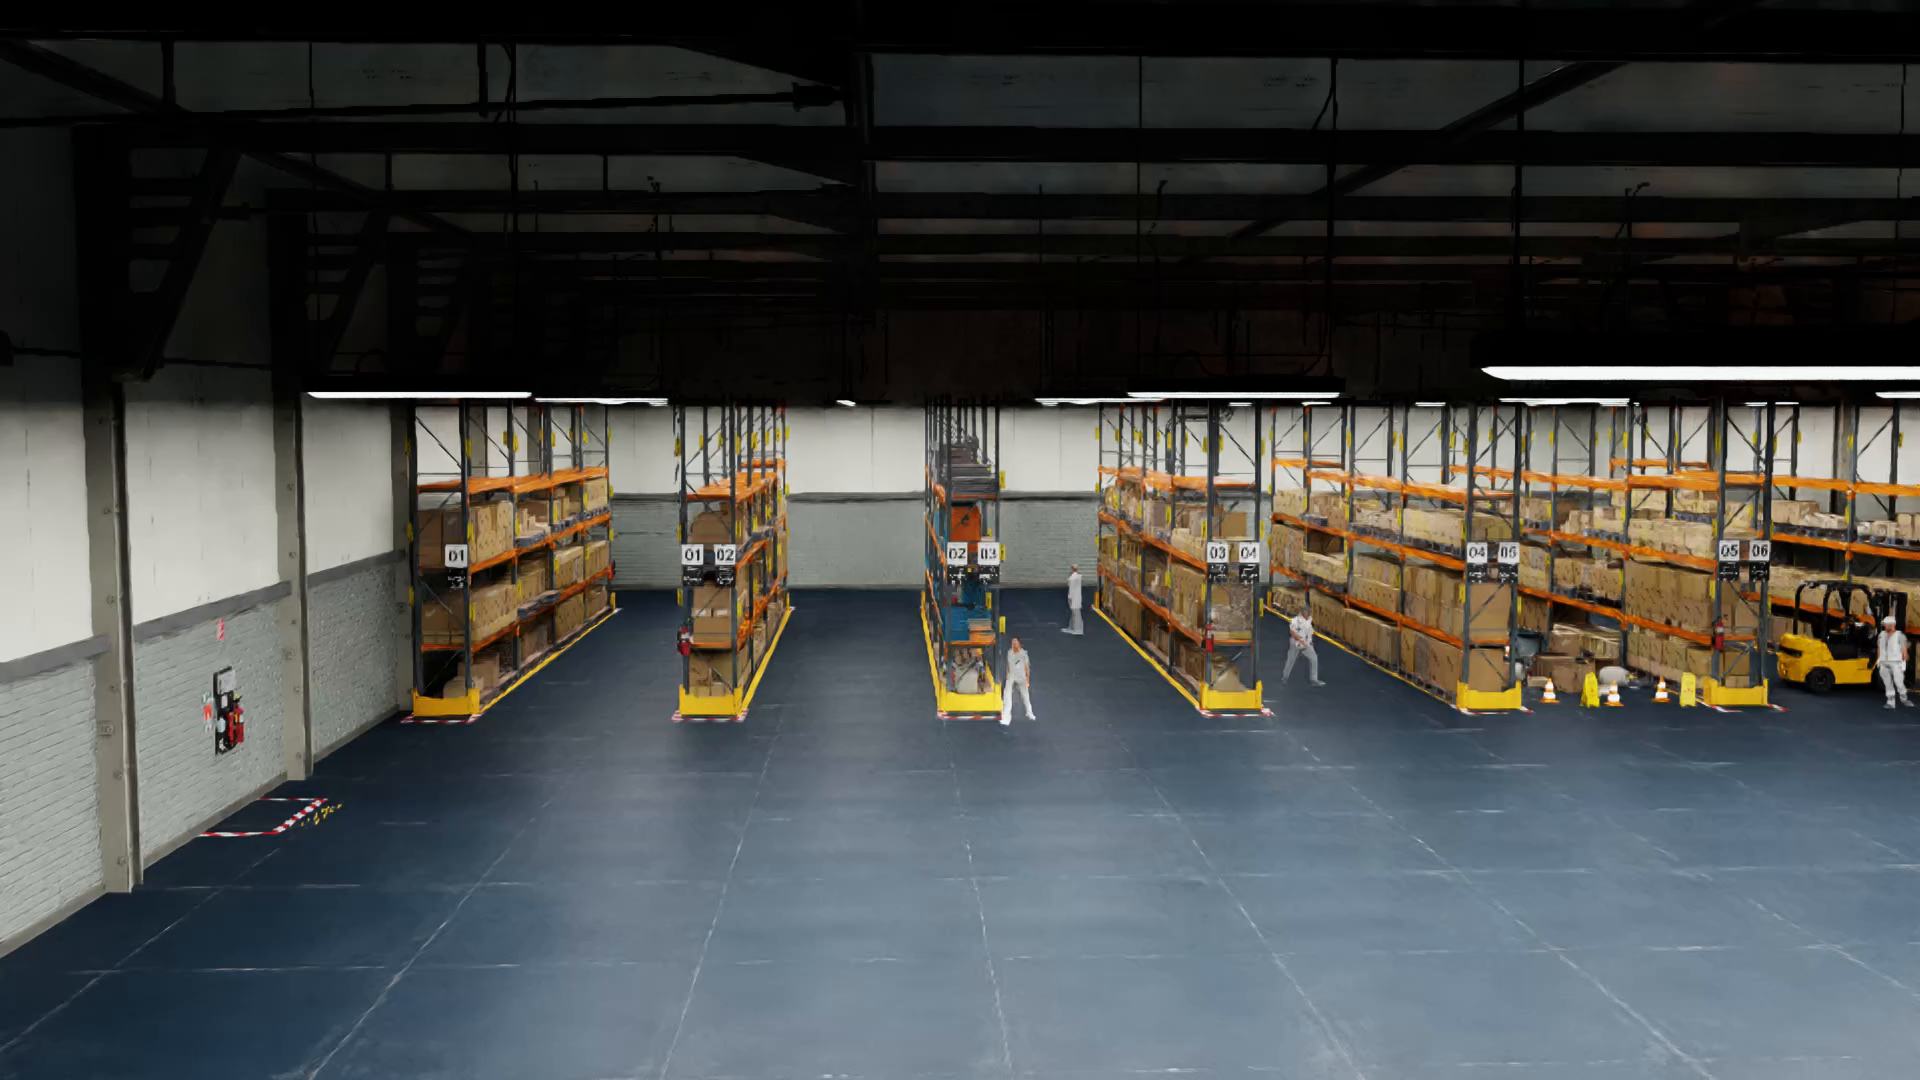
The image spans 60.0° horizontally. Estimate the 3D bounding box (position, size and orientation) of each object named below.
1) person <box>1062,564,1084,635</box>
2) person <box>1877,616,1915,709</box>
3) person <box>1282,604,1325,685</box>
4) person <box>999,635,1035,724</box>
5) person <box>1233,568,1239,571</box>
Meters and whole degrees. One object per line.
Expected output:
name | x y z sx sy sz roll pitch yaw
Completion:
person | 2.874 1.486 42.183 0.647 1.773 0.690 1 5 18
person | 17.787 2.325 31.628 0.458 1.779 0.704 -3 6 -35
person | 7.086 2.148 34.464 0.701 1.693 0.857 -2 5 -19
person | 1.052 2.525 30.302 0.487 1.615 0.957 2 5 20
person | 8.256 0.989 49.789 0.476 1.580 0.994 1 5 6
